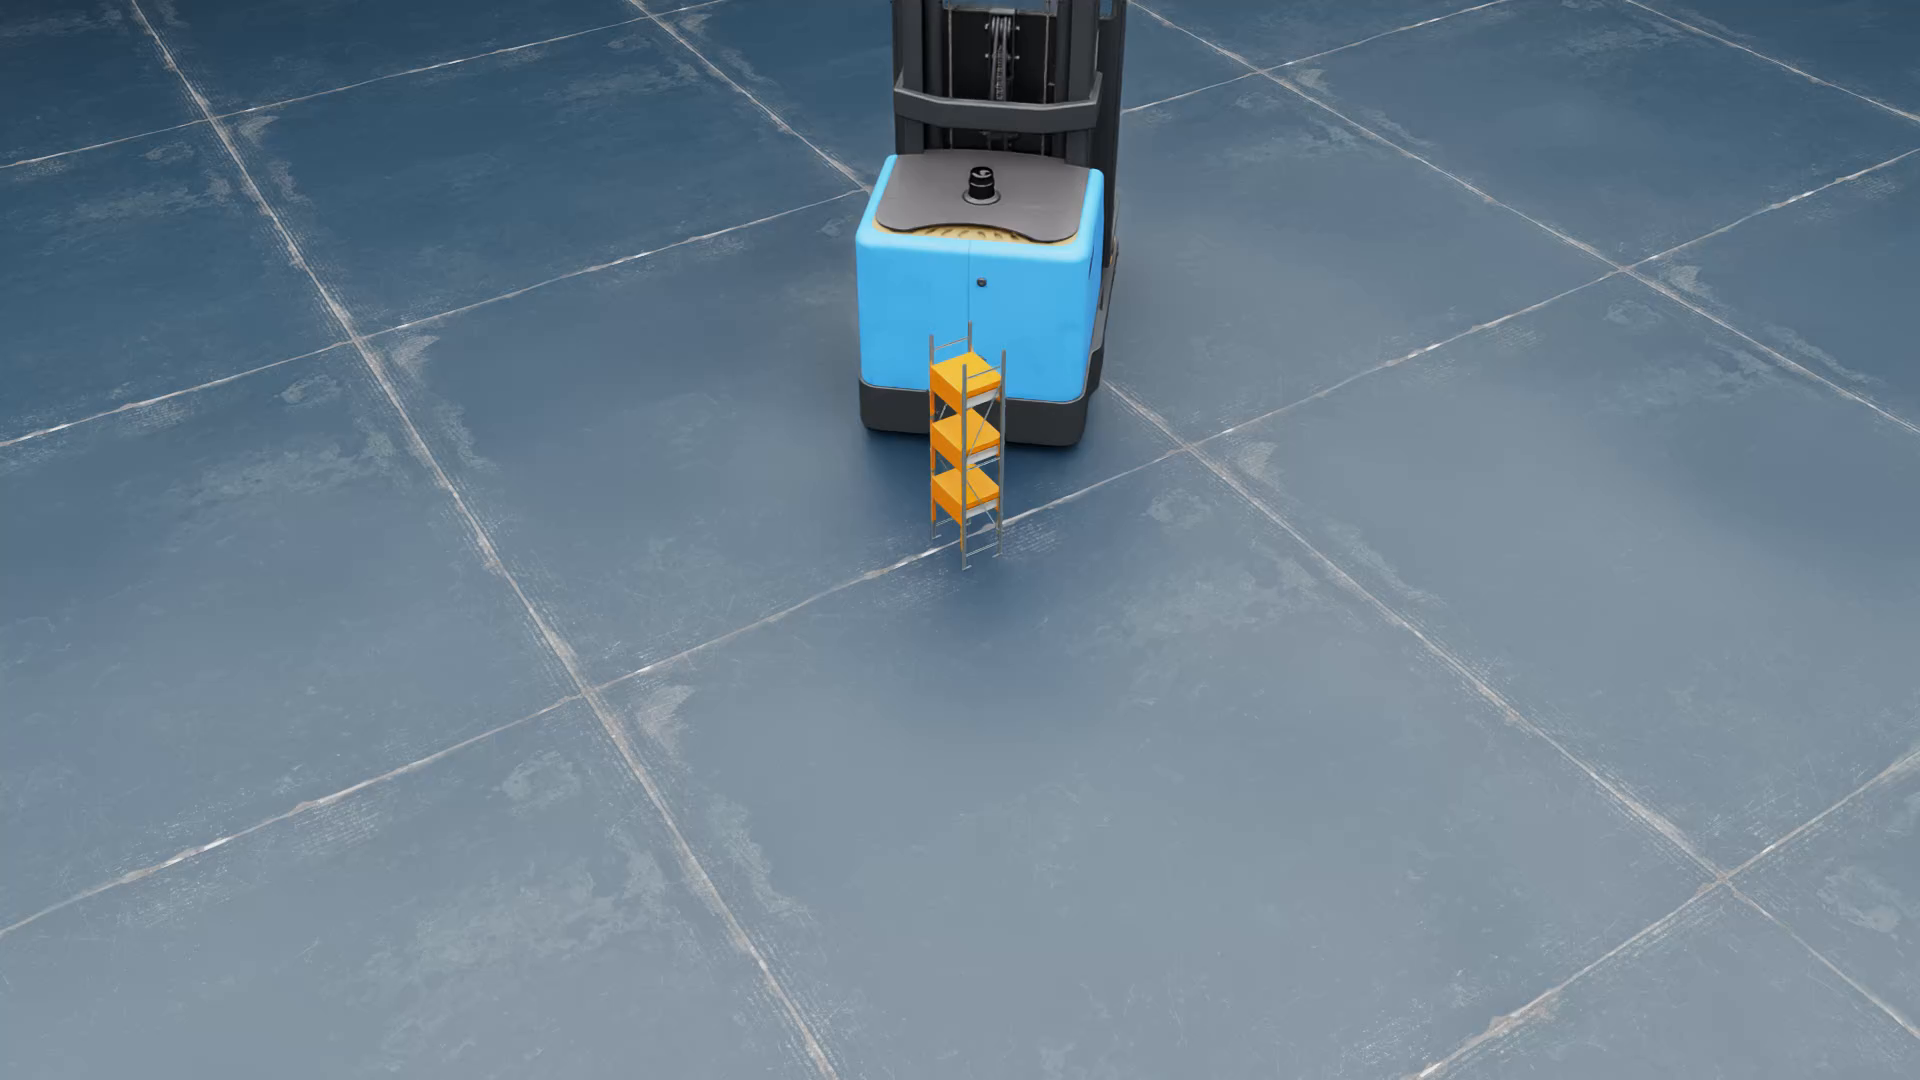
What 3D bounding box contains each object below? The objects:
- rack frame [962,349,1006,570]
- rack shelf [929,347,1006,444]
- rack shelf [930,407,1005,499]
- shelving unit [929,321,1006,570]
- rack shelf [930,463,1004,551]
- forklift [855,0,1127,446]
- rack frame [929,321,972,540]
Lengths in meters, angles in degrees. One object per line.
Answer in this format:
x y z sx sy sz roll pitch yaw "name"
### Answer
0.094 -0.309 6.800 0.200 1.050 0.008 -22 45 -24 "rack frame"
0.029 -0.584 6.704 0.215 0.259 0.240 -22 45 -24 "rack shelf"
0.029 -0.366 6.886 0.215 0.259 0.240 -22 45 -24 "rack shelf"
0.029 -0.374 6.879 0.215 1.050 0.252 -22 45 -24 "shelving unit"
0.029 -0.153 7.064 0.215 0.259 0.240 -22 45 -24 "rack shelf"
0.263 -2.501 7.962 1.130 2.935 3.031 6 40 7 "forklift"
-0.037 -0.440 6.958 0.200 1.050 0.008 -22 45 -24 "rack frame"
